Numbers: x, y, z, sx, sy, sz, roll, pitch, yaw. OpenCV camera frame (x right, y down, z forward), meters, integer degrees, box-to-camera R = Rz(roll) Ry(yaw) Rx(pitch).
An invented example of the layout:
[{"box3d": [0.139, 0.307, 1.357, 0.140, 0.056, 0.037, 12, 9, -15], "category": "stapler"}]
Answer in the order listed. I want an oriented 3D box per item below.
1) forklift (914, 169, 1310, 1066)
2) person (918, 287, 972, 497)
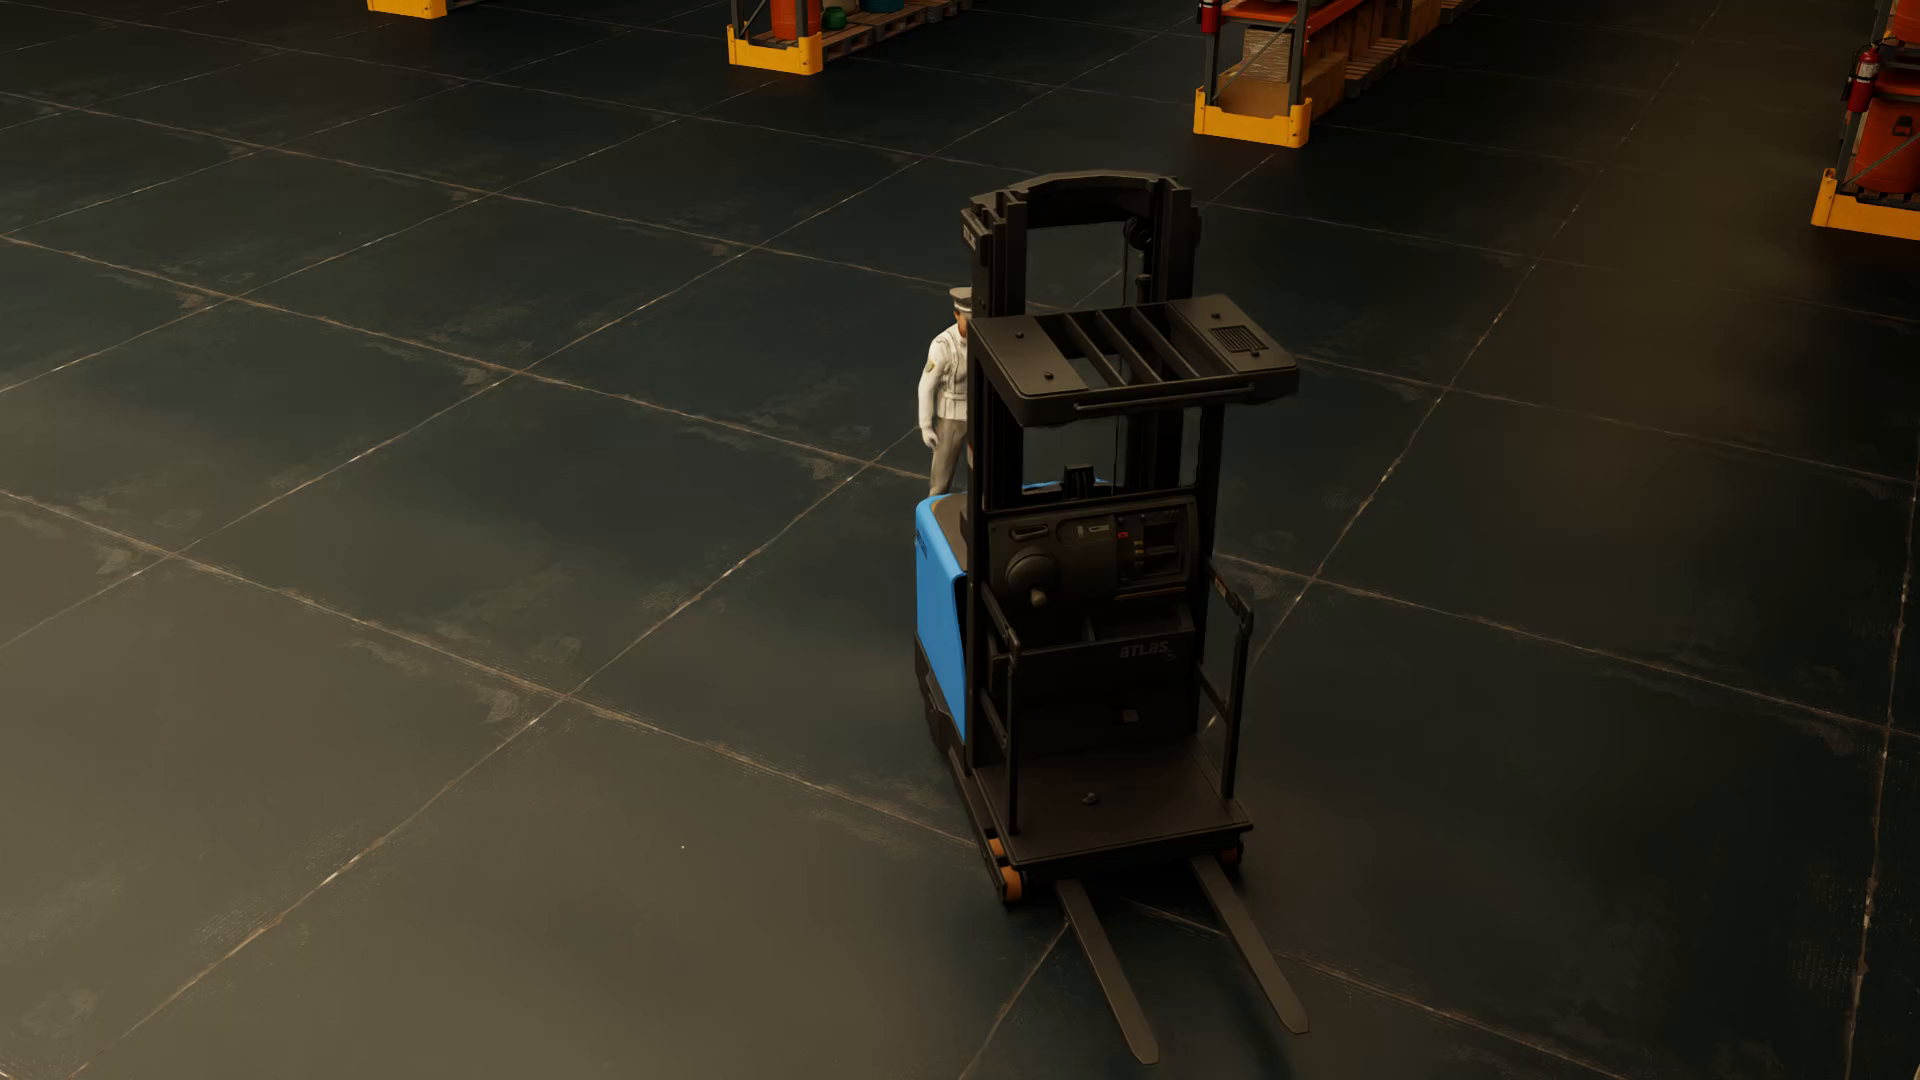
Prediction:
[{"box3d": [0.629, 0.101, 6.896, 1.130, 2.935, 3.031, -7, 31, -13], "category": "forklift"}, {"box3d": [0.035, -0.679, 9.544, 0.599, 1.646, 0.341, -6, 31, -10], "category": "person"}]
